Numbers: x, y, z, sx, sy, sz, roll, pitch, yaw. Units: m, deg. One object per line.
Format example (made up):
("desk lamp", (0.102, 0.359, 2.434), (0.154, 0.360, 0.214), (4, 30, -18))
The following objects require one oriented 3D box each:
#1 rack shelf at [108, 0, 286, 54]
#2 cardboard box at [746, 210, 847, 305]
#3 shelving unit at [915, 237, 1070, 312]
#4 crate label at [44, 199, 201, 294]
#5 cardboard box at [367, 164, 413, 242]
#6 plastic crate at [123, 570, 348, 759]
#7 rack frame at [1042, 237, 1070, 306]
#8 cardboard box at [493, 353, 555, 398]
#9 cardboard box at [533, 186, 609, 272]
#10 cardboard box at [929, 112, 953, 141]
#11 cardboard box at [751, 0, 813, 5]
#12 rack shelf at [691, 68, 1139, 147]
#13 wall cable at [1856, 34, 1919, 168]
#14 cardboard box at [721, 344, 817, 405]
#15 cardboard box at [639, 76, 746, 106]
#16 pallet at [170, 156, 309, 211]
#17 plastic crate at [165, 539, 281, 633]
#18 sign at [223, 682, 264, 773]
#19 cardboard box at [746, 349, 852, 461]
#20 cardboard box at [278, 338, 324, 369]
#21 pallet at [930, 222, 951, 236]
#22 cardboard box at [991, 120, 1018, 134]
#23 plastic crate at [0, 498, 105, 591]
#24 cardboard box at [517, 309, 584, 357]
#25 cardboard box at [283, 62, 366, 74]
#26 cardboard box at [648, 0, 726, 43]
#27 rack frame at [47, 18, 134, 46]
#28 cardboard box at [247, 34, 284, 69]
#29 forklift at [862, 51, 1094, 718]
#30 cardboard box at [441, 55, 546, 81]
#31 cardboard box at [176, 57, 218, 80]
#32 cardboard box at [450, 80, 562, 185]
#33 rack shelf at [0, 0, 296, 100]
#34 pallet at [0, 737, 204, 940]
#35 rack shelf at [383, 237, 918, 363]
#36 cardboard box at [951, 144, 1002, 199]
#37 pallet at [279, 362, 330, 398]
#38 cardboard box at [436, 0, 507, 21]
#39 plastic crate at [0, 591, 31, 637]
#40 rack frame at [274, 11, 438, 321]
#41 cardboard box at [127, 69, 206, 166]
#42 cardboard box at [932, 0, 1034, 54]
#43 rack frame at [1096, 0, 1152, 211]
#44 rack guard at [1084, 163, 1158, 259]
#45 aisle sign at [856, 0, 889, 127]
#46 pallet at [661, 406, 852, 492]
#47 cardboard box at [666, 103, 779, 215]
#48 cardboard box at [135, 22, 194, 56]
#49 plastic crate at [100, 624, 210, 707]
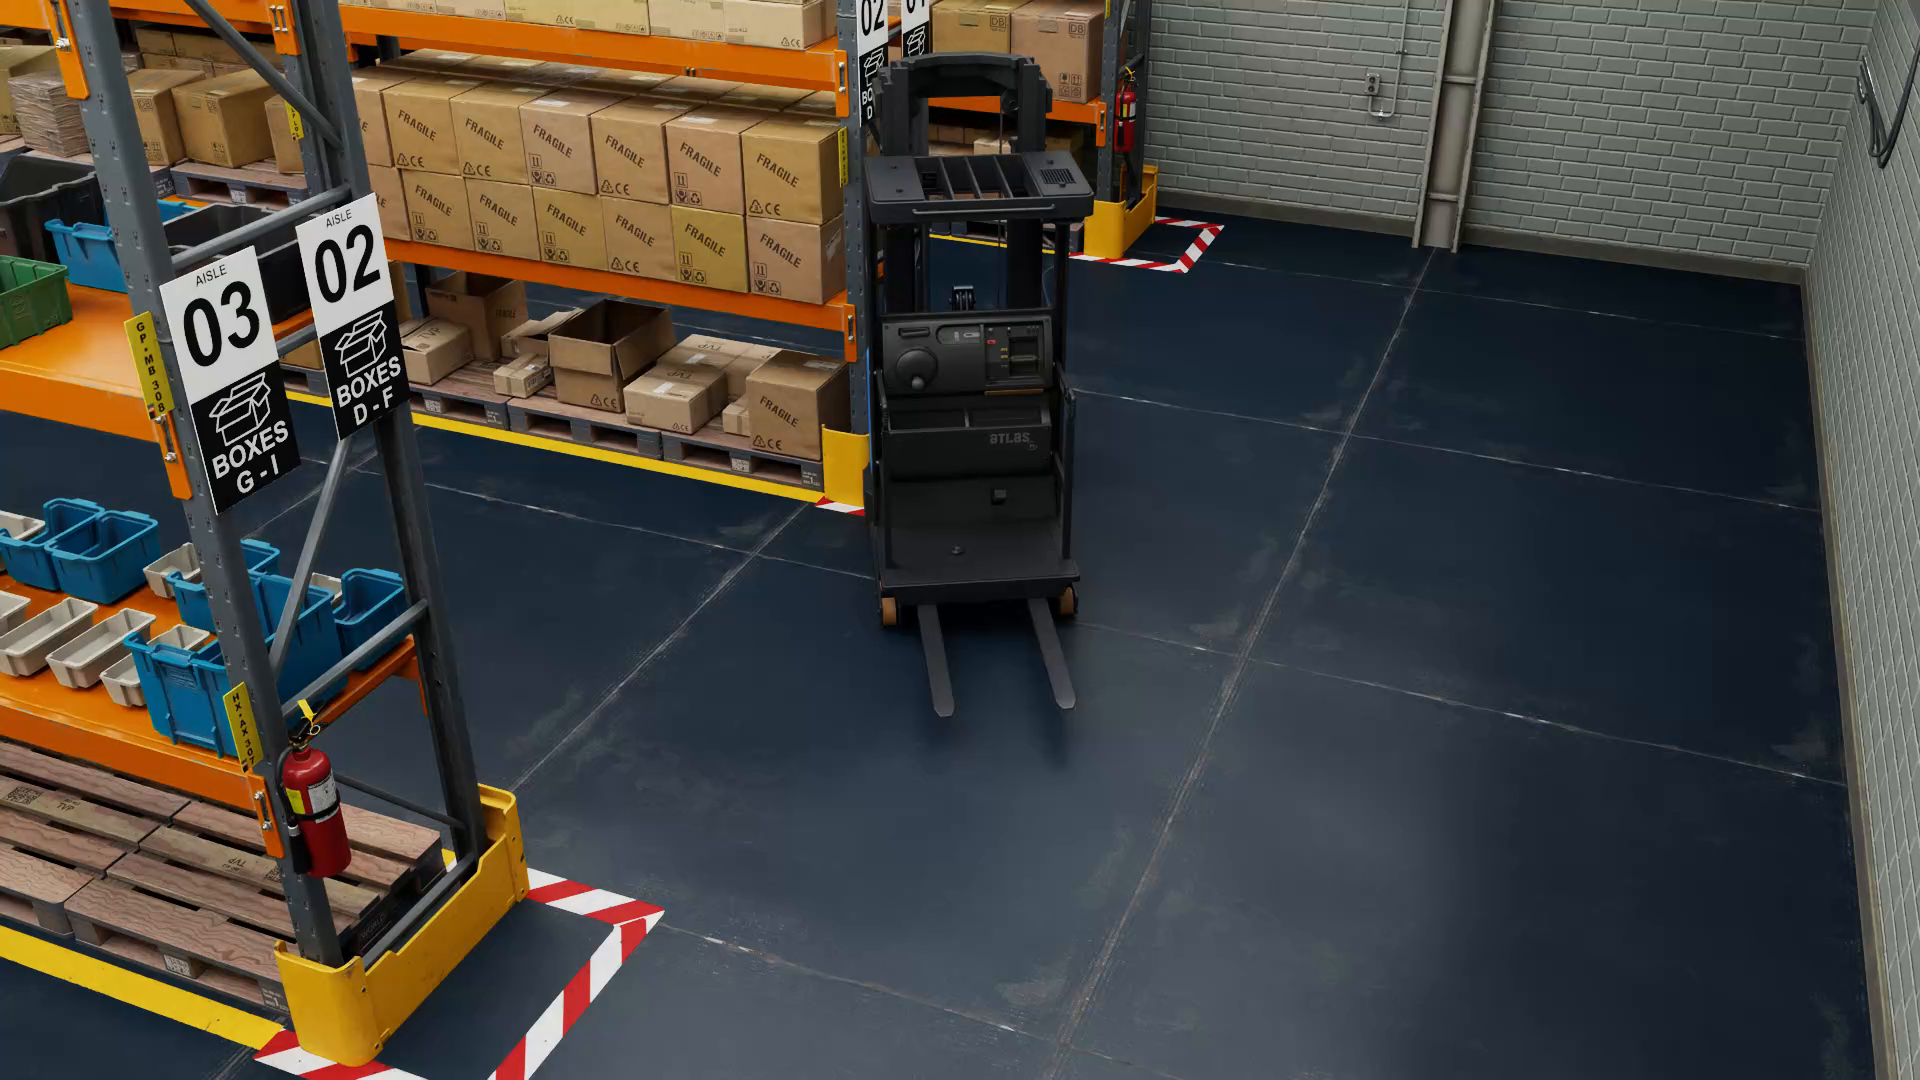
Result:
("rack shelf", (-5.996, -3.889, 11.677), (4.000, 0.370, 1.077), (11, 31, 19))
("cardboard box", (-0.954, -1.789, 10.176), (0.500, 0.500, 0.500), (12, 32, 21))
("shelving unit", (0.082, -1.263, 10.829), (1.048, 1.500, 0.538), (-13, 37, -22))
("crate label", (-3.035, -1.088, 6.141), (0.502, 0.251, 0.408), (11, 31, 19))
("cardboard box", (-3.773, -2.352, 11.172), (0.500, 0.500, 0.500), (12, 32, 20))
("plastic crate", (-2.683, 0.453, 6.215), (0.499, 0.435, 0.616), (11, 31, 19))
("rack frame", (0.541, -1.370, 11.018), (0.032, 1.500, 0.500), (-13, 37, -22))
("cardboard box", (-3.030, -1.153, 11.585), (0.250, 0.166, 0.380), (11, 31, 19))
("cardboard box", (-2.363, -2.071, 10.676), (0.500, 0.500, 0.500), (11, 31, 18))
("cardboard box", (-0.248, -3.809, 15.306), (0.250, 0.149, 0.380), (12, 31, 20))
("cardboard box", (-1.008, -3.224, 9.412), (0.500, 0.250, 0.500), (11, 31, 19))
("rack shelf", (-0.430, -4.103, 15.103), (4.000, 0.370, 1.077), (11, 31, 19))
("wall cable", (6.529, -4.097, 11.420), (0.112, 2.526, 3.097), (11, 31, 19))
("cardboard box", (-1.297, -1.104, 11.413), (0.500, 0.250, 0.500), (11, 31, 19))
("cardboard box", (-1.697, -2.656, 10.694), (0.500, 0.500, 0.500), (12, 32, 20))
("pallet", (-4.842, -2.641, 11.980), (1.213, 0.211, 1.003), (11, 31, 19))
("plastic crate", (-3.017, 0.200, 6.868), (0.300, 0.233, 0.416), (11, 31, 19))
("sign", (-2.494, 0.654, 5.790), (0.005, 0.325, 0.100), (11, 31, 19))
("cardboard box", (-1.033, -0.878, 10.760), (0.500, 0.500, 0.500), (11, 31, 19))
("cardboard box", (-4.708, -1.591, 12.020), (0.500, 0.500, 0.500), (11, 31, 19))
("pallet", (-0.474, -3.171, 15.557), (1.213, 0.211, 1.003), (11, 31, 19))
("cardboard box", (0.458, -3.668, 15.057), (0.250, 0.149, 0.380), (11, 31, 19))
("plastic crate", (-3.905, 0.023, 7.181), (0.300, 0.233, 0.416), (11, 31, 19))
("cardboard box", (-2.813, -1.433, 11.933), (0.500, 0.311, 0.500), (11, 31, 19))
("cardboard box", (-6.677, -4.739, 17.590), (0.500, 0.500, 0.700), (12, 32, 20))
("cardboard box", (-1.471, -3.100, 9.701), (0.500, 0.250, 0.500), (11, 31, 19))
("rack frame", (-9.697, -6.266, 18.199), (0.127, 3.000, 1.000), (11, 31, 19))
("cardboard box", (-7.182, -5.199, 17.643), (0.500, 0.250, 0.500), (12, 32, 20))
("forklift", (0.068, -0.971, 8.901), (1.130, 2.935, 3.031), (-3, 30, -5))
("cardboard box", (-3.101, -2.936, 11.190), (0.500, 0.500, 0.500), (11, 31, 18))
("cardboard box", (-8.053, -5.055, 18.150), (0.500, 0.500, 0.700), (12, 32, 20))
("cardboard box", (-2.857, -2.600, 10.594), (0.500, 0.500, 0.500), (10, 31, 18))
("rack shelf", (-4.155, -2.023, 5.733), (4.000, 0.370, 1.077), (11, 31, 19))
("pallet", (-4.178, 1.288, 7.667), (1.213, 0.211, 1.003), (11, 31, 19))
("rack shelf", (-2.289, -1.844, 11.106), (4.000, 0.370, 1.077), (11, 31, 19))
("cardboard box", (0.273, -3.317, 15.095), (0.500, 0.500, 0.700), (11, 31, 19))
("pallet", (-4.911, -1.446, 12.505), (1.213, 0.211, 1.003), (11, 31, 19))
("cardboard box", (-2.861, -3.377, 10.192), (0.500, 0.250, 0.500), (11, 31, 19))
("plastic crate", (-3.937, 0.345, 6.710), (0.250, 0.136, 0.298), (11, 31, 19))
("rack frame", (-4.143, -2.527, 11.583), (0.127, 3.000, 1.000), (11, 31, 19))
("cardboard box", (-5.803, -3.052, 11.984), (0.500, 0.500, 0.700), (4, 30, 6))
("cardboard box", (0.268, -4.396, 14.586), (0.700, 0.700, 0.980), (11, 31, 19))
("rack frame", (1.423, -4.046, 14.271), (0.127, 3.000, 1.000), (11, 31, 19))
("rack guard", (1.445, -2.953, 14.879), (0.348, 0.500, 1.175), (11, 31, 19))
("aisle sign", (-0.488, -2.766, 9.365), (0.004, 0.787, 0.394), (11, 31, 19))
("pallet", (-1.246, -0.734, 11.245), (1.213, 0.211, 1.003), (11, 31, 19))
("cardboard box", (-1.420, -2.316, 10.092), (0.500, 0.500, 0.500), (12, 32, 20))
("cardboard box", (-8.599, -5.487, 18.152), (0.500, 0.250, 0.500), (11, 31, 18))
("plastic crate", (-3.126, 0.491, 6.450), (0.243, 0.136, 0.396), (11, 31, 19))
